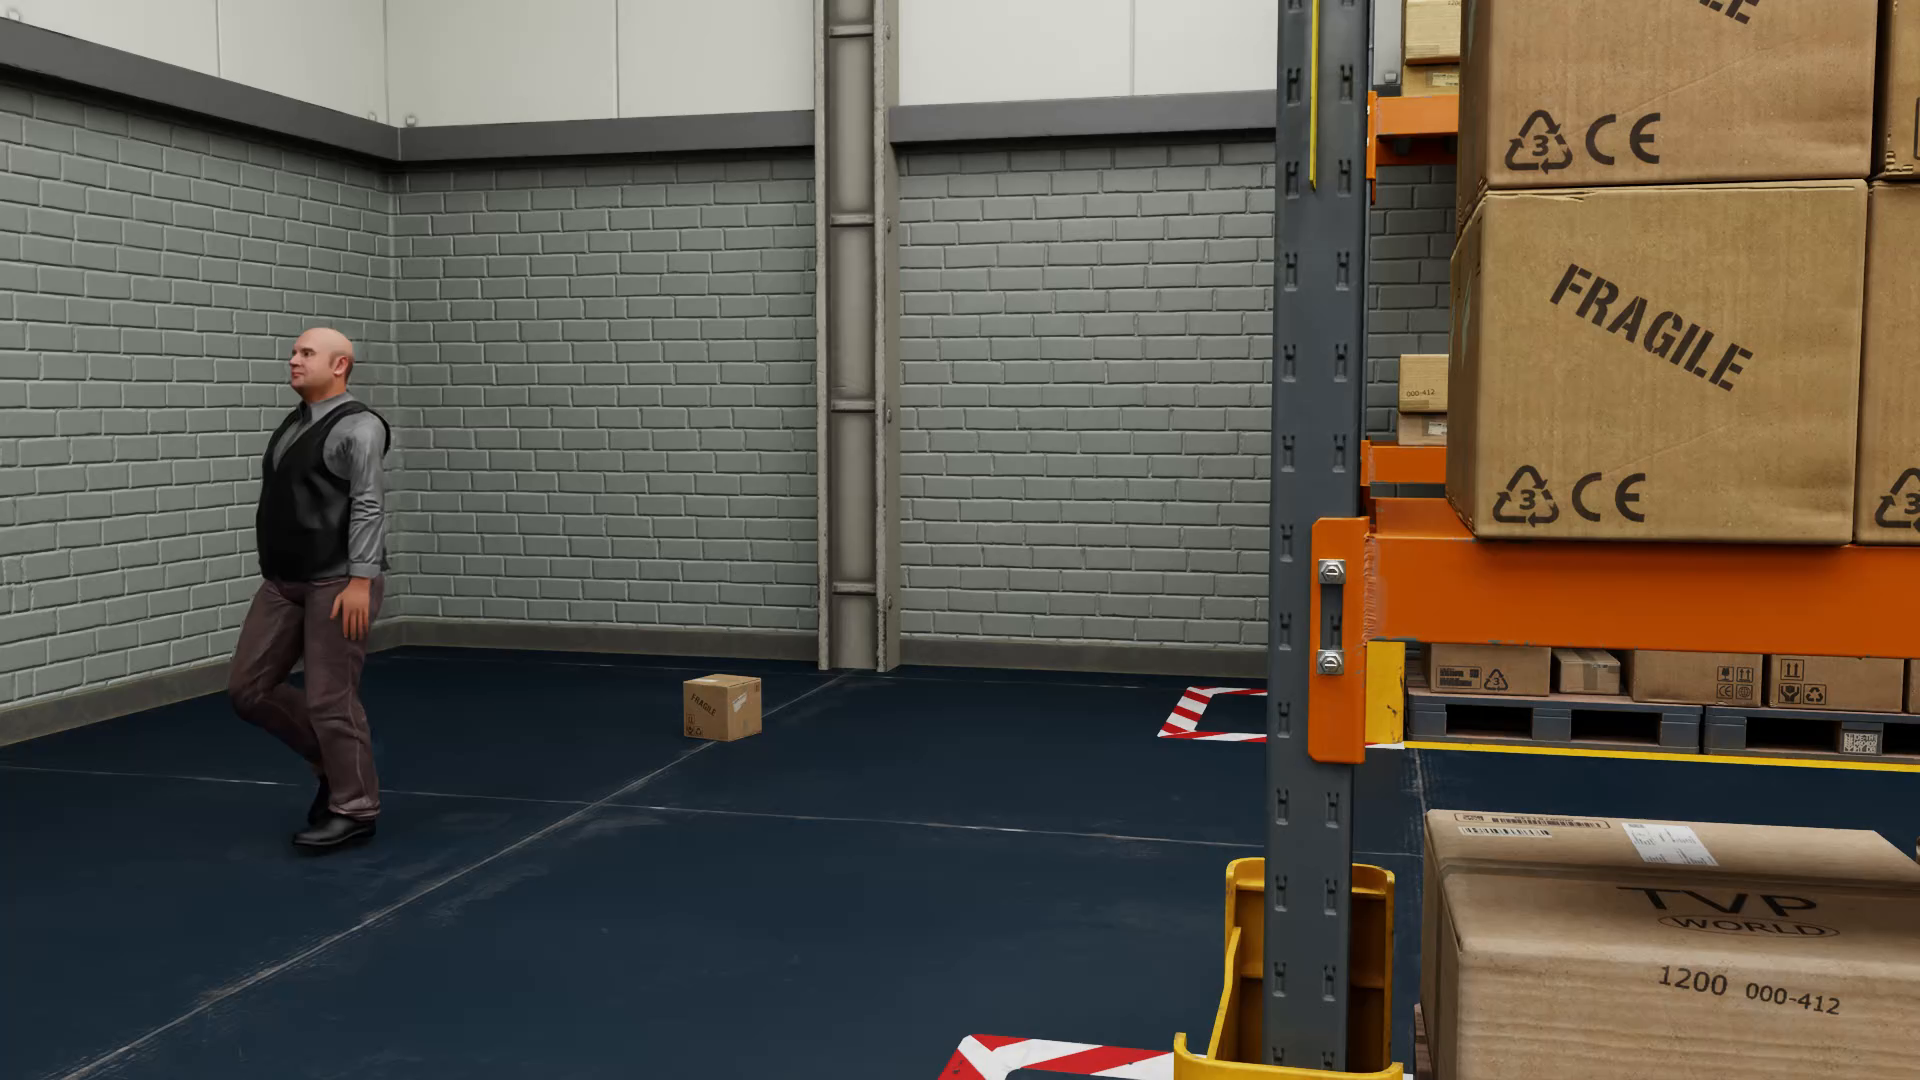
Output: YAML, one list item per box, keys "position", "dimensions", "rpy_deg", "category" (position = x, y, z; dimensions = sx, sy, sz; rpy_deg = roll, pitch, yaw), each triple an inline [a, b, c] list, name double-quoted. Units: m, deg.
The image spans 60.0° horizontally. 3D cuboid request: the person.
- position: [-2.138, 0.193, 5.539]
  dimensions: [0.553, 1.638, 0.470]
  rpy_deg: [3, 6, 36]
  category: "person"
